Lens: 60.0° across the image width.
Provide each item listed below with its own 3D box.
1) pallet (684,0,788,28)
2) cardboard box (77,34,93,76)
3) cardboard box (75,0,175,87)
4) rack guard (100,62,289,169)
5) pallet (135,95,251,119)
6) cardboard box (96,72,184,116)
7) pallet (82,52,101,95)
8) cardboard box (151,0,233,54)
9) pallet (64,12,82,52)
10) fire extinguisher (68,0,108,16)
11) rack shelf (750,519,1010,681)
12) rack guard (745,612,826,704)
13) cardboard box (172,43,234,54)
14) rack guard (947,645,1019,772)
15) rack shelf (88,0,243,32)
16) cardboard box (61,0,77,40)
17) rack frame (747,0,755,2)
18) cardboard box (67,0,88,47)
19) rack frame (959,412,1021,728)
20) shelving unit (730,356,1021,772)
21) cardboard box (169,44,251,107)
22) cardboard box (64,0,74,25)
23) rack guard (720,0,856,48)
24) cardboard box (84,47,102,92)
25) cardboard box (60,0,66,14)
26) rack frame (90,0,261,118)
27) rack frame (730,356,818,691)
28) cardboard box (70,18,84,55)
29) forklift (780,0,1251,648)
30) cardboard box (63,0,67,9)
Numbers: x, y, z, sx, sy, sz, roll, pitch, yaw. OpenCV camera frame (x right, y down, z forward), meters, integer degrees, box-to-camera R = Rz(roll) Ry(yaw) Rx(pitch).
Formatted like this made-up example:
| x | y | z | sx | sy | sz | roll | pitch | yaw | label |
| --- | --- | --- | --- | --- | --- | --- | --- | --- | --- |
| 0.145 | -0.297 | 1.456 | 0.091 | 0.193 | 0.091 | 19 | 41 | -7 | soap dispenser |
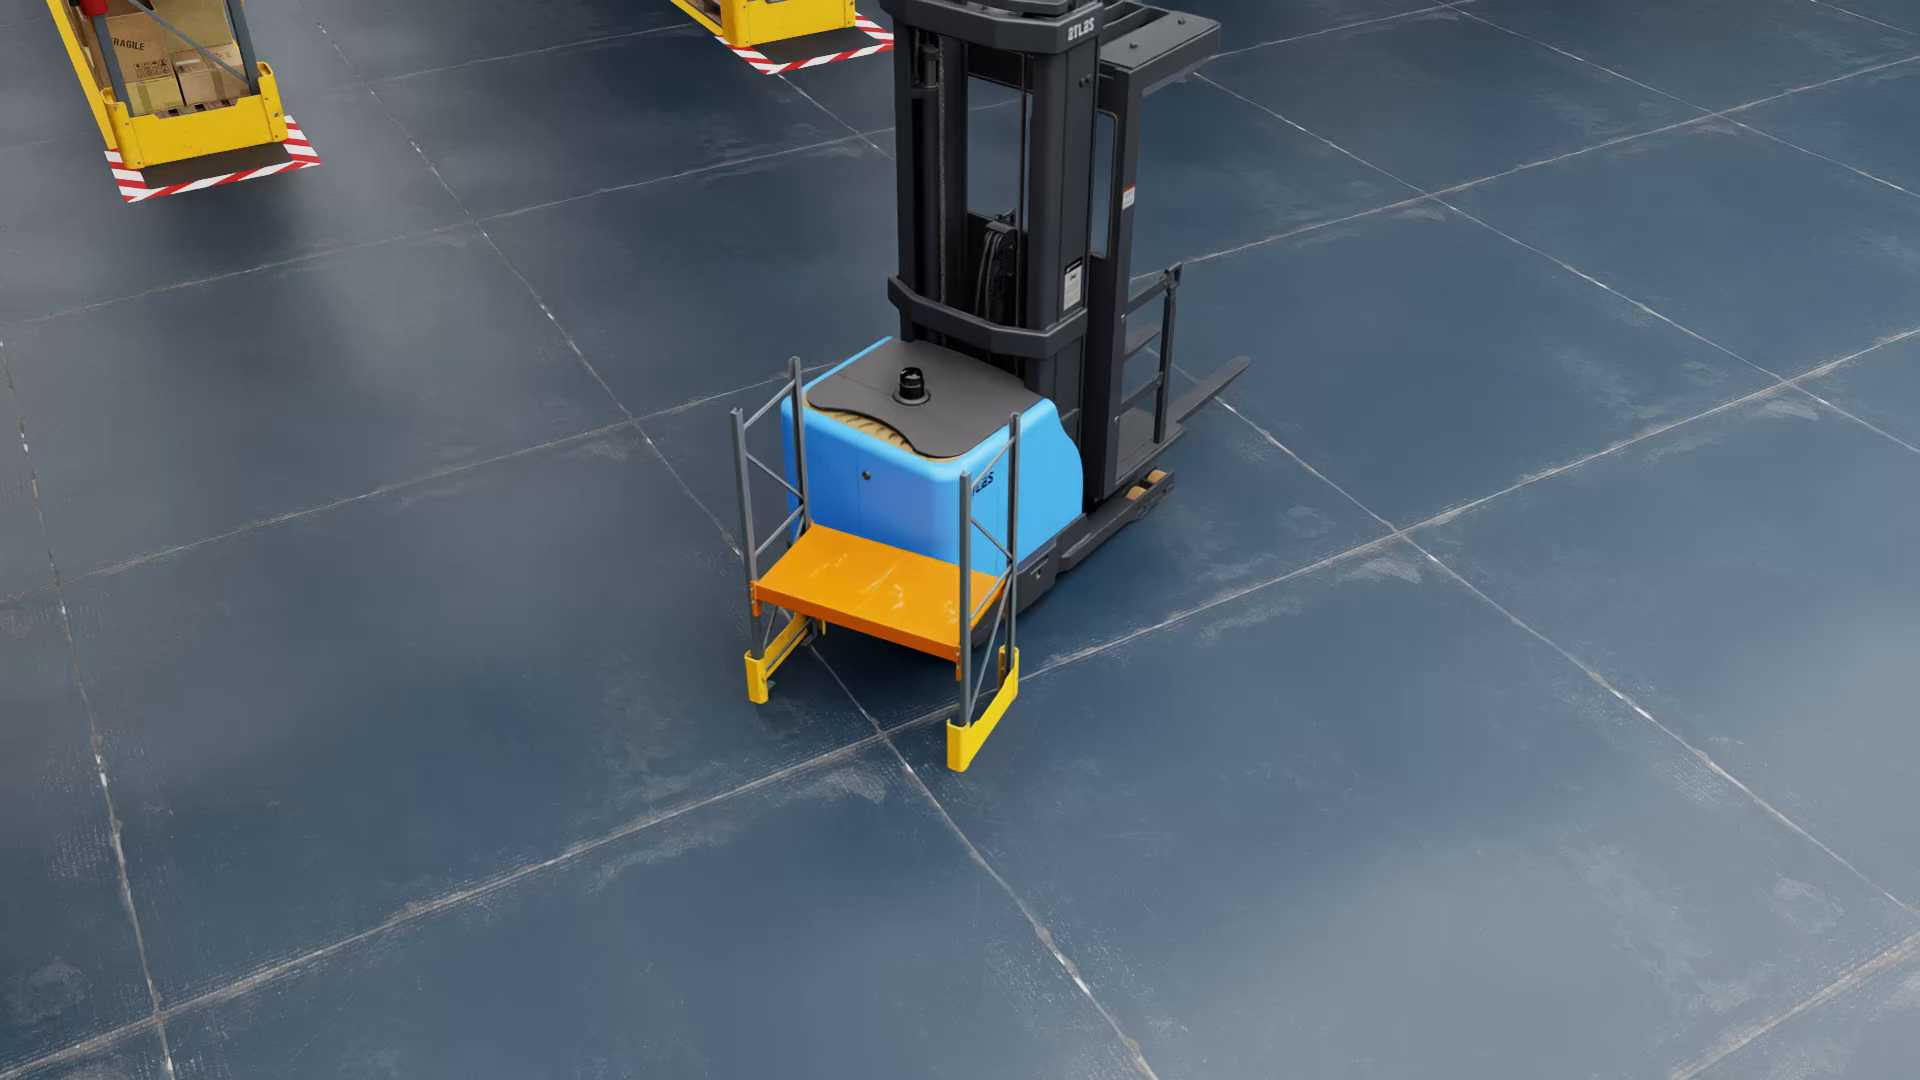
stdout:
| x | y | z | sx | sy | sz | roll | pitch | yaw | label |
| --- | --- | --- | --- | --- | --- | --- | --- | --- | --- |
| -1.896 | -4.970 | 15.103 | 1.003 | 0.211 | 1.213 | -19 | 40 | -24 | pallet |
| -6.737 | -3.941 | 13.305 | 0.500 | 0.250 | 0.500 | -19 | 40 | -24 | cardboard box |
| -6.225 | -3.737 | 12.390 | 0.500 | 0.500 | 0.500 | -19 | 40 | -24 | cardboard box |
| -5.686 | -3.168 | 12.391 | 1.175 | 0.500 | 0.348 | -19 | 40 | -24 | rack guard |
| -6.119 | -3.441 | 13.010 | 1.003 | 0.211 | 1.213 | -19 | 40 | -24 | pallet |
| -6.223 | -3.435 | 12.612 | 0.500 | 0.250 | 0.500 | -19 | 40 | -24 | cardboard box |
| -6.728 | -4.063 | 13.861 | 1.003 | 0.211 | 1.213 | -19 | 40 | -24 | pallet |
| -6.028 | -4.145 | 12.949 | 0.500 | 0.500 | 0.500 | -19 | 40 | -24 | cardboard box |
| -7.345 | -4.685 | 14.713 | 1.003 | 0.211 | 1.213 | -19 | 40 | -24 | pallet |
| -6.041 | -3.960 | 11.422 | 0.296 | 0.674 | 0.183 | -19 | 40 | -24 | fire extinguisher |
| -0.338 | 0.246 | 7.174 | 1.000 | 0.185 | 0.538 | 16 | 39 | 21 | rack shelf |
| -0.794 | 0.475 | 7.616 | 0.087 | 0.250 | 0.587 | 16 | 39 | 21 | rack guard |
| -6.030 | -3.842 | 13.170 | 0.500 | 0.250 | 0.500 | -19 | 40 | -24 | cardboard box |
| 0.102 | 0.731 | 7.264 | 0.087 | 0.250 | 0.587 | 16 | 39 | 21 | rack guard |
| -6.703 | -4.919 | 13.279 | 1.077 | 0.370 | 4.000 | -19 | 40 | -24 | rack shelf |
| -7.243 | -4.449 | 14.001 | 0.500 | 0.250 | 0.500 | -19 | 40 | -24 | cardboard box |
| -1.414 | -5.655 | 13.677 | 1.000 | 3.000 | 0.127 | -19 | 40 | -24 | rack frame |
| -6.740 | -4.243 | 13.082 | 0.500 | 0.500 | 0.500 | -19 | 40 | -24 | cardboard box |
| 0.120 | 0.231 | 6.889 | 0.032 | 1.500 | 0.500 | 16 | 39 | 21 | rack frame |
| -0.346 | 0.098 | 7.071 | 1.083 | 1.500 | 0.587 | 16 | 39 | 21 | shelving unit |
| -5.775 | -3.588 | 12.822 | 0.500 | 0.250 | 0.500 | -19 | 40 | -24 | cardboard box |
| -6.990 | -4.498 | 13.432 | 0.500 | 0.500 | 0.500 | -19 | 40 | -24 | cardboard box |
| -1.492 | -4.671 | 14.449 | 1.175 | 0.500 | 0.348 | -19 | 40 | -24 | rack guard |
| -6.485 | -3.686 | 12.956 | 0.500 | 0.250 | 0.500 | -19 | 40 | -24 | cardboard box |
| -7.490 | -4.706 | 14.352 | 0.500 | 0.250 | 0.500 | -19 | 40 | -24 | cardboard box |
| -5.698 | -4.190 | 11.670 | 1.000 | 3.000 | 0.127 | -19 | 40 | -24 | rack frame |
| -0.795 | -0.030 | 7.247 | 0.032 | 1.500 | 0.500 | 16 | 39 | 21 | rack frame |
| -6.987 | -4.196 | 13.655 | 0.500 | 0.250 | 0.500 | -19 | 40 | -24 | cardboard box |
| 0.472 | -1.458 | 7.988 | 1.130 | 2.935 | 3.031 | 25 | 43 | 30 | forklift |
| -7.243 | -4.752 | 13.780 | 0.500 | 0.500 | 0.500 | -19 | 40 | -24 | cardboard box |
